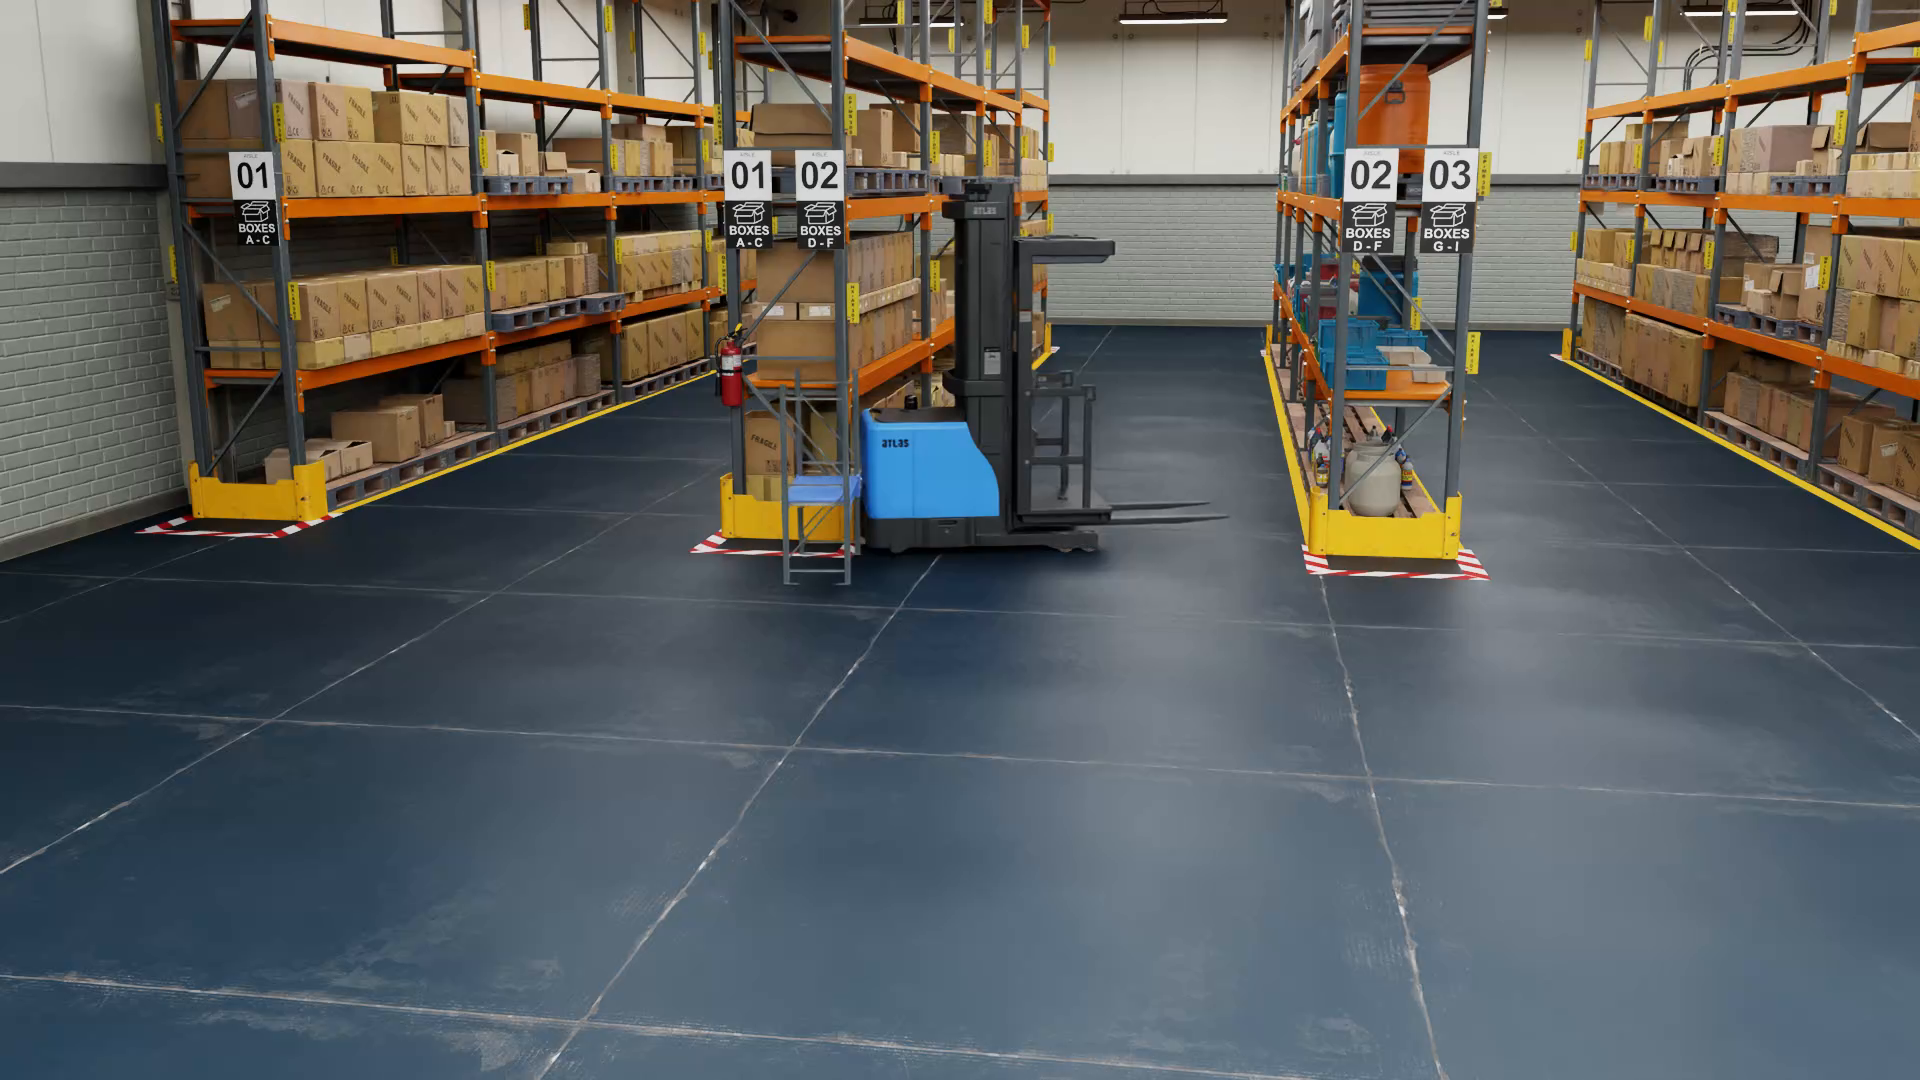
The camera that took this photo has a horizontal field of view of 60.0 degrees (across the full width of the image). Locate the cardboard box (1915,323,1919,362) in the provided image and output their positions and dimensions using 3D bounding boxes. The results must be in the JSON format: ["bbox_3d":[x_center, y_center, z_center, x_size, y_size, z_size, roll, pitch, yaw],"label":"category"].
[{"bbox_3d":[8.550,-1.706,13.847,0.875,0.500,0.500,2,12,9],"label":"cardboard box"}]

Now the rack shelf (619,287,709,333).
[{"bbox_3d":[-4.785,-3.399,24.353,1.077,0.370,4.000,2,12,9],"label":"rack shelf"}]

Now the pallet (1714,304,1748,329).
[{"bbox_3d":[9.586,-2.607,19.427,1.213,0.211,1.003,2,12,9],"label":"pallet"}]

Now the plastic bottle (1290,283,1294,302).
[{"bbox_3d":[4.626,-3.415,23.023,0.097,0.271,0.097,0,12,0],"label":"plastic bottle"}]

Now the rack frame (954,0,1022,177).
[{"bbox_3d":[0.418,-6.940,24.836,1.000,3.000,0.127,2,12,9],"label":"rack frame"}]

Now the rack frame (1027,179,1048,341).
[{"bbox_3d":[1.033,-4.840,29.332,1.000,3.000,0.127,2,12,9],"label":"rack frame"}]

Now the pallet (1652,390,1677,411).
[{"bbox_3d":[9.976,-1.905,22.330,1.003,0.211,1.213,2,12,9],"label":"pallet"}]

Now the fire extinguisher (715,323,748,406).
[{"bbox_3d":[-1.905,-1.462,13.841,0.296,0.674,0.183,2,12,9],"label":"fire extinguisher"}]

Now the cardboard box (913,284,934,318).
[{"bbox_3d":[-0.597,-2.660,18.978,0.500,0.500,0.500,3,12,13],"label":"cardboard box"}]

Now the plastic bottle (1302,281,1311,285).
[{"bbox_3d":[4.872,-3.504,23.426,0.152,0.276,0.135,2,12,9],"label":"plastic bottle"}]

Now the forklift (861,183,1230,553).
[{"bbox_3d":[0.705,-1.441,13.722,3.031,2.935,1.130,-1,12,-7],"label":"forklift"}]

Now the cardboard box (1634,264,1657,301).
[{"bbox_3d":[9.888,-3.647,23.558,0.500,0.500,0.500,2,12,9],"label":"cardboard box"}]

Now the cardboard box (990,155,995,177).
[{"bbox_3d":[-0.005,-4.996,22.699,0.910,0.500,0.500,2,12,9],"label":"cardboard box"}]

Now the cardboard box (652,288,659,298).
[{"bbox_3d":[-4.588,-3.602,24.136,0.380,0.149,0.250,2,12,9],"label":"cardboard box"}]

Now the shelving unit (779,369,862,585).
[{"bbox_3d":[-1.062,-0.509,12.793,0.538,1.500,1.048,0,12,1],"label":"shelving unit"}]

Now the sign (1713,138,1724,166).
[{"bbox_3d":[9.043,-4.630,19.824,0.100,0.325,0.005,2,12,9],"label":"sign"}]

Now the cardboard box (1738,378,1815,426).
[{"bbox_3d":[9.434,-1.590,19.141,0.700,0.500,0.500,1,12,4],"label":"cardboard box"}]

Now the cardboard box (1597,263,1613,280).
[{"bbox_3d":[10.251,-4.178,25.908,0.500,0.250,0.500,2,12,8],"label":"cardboard box"}]

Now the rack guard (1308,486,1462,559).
[{"bbox_3d":[3.431,-0.143,13.473,1.175,0.500,0.348,2,12,9],"label":"rack guard"}]

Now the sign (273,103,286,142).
[{"bbox_3d":[-5.787,-3.545,14.129,0.100,0.325,0.005,2,12,9],"label":"sign"}]

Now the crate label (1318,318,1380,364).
[{"bbox_3d":[3.482,-1.757,14.943,0.502,0.435,0.616,2,12,9],"label":"crate label"}]

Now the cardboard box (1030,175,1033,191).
[{"bbox_3d":[0.896,-5.702,26.566,0.500,0.250,0.500,2,12,9],"label":"cardboard box"}]

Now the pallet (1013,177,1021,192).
[{"bbox_3d":[0.248,-5.248,24.553,1.213,0.211,1.003,2,12,9],"label":"pallet"}]

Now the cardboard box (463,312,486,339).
[{"bbox_3d":[-5.481,-2.330,17.992,0.500,0.250,0.500,2,12,9],"label":"cardboard box"}]

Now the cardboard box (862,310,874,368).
[{"bbox_3d":[-1.185,-1.868,15.302,0.700,0.500,0.500,2,12,9],"label":"cardboard box"}]

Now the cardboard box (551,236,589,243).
[{"bbox_3d":[-5.279,-4.008,22.700,0.500,0.250,0.500,2,12,10],"label":"cardboard box"}]

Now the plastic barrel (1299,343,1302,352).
[{"bbox_3d":[5.102,-2.766,23.690,0.600,0.901,0.708,2,12,9],"label":"plastic barrel"}]

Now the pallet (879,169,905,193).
[{"bbox_3d":[-1.108,-3.333,15.431,1.003,0.211,1.213,2,12,9],"label":"pallet"}]

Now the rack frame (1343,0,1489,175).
[{"bbox_3d":[3.466,-4.281,12.497,1.000,3.000,0.127,2,12,9],"label":"rack frame"}]

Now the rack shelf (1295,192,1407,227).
[{"bbox_3d":[4.389,-3.712,18.684,1.077,0.370,4.000,2,12,9],"label":"rack shelf"}]

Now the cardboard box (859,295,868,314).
[{"bbox_3d":[-1.036,-2.109,14.884,0.380,0.149,0.250,2,12,8],"label":"cardboard box"}]

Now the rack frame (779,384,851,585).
[{"bbox_3d":[-1.068,-0.401,12.296,0.500,1.500,0.032,0,12,1],"label":"rack frame"}]

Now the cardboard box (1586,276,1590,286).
[{"bbox_3d":[10.324,-4.171,26.825,0.380,0.149,0.250,2,12,8],"label":"cardboard box"}]

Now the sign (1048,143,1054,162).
[{"bbox_3d":[1.578,-6.717,28.820,0.100,0.325,0.005,2,12,9],"label":"sign"}]

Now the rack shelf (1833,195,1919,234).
[{"bbox_3d":[8.668,-2.719,14.076,1.077,0.370,4.000,2,12,9],"label":"rack shelf"}]

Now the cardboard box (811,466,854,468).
[{"bbox_3d":[-1.052,-0.579,15.091,0.500,0.250,0.500,2,12,9],"label":"cardboard box"}]

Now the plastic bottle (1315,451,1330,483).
[{"bbox_3d":[3.381,-0.680,15.449,0.152,0.276,0.135,2,12,9],"label":"plastic bottle"}]

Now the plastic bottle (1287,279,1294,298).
[{"bbox_3d":[4.808,-3.625,23.990,0.152,0.276,0.135,2,12,9],"label":"plastic bottle"}]

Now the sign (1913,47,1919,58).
[{"bbox_3d":[15.170,-7.782,26.338,0.100,0.325,0.005,2,12,9],"label":"sign"}]

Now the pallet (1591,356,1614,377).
[{"bbox_3d":[10.585,-2.733,26.174,1.003,0.211,1.213,2,12,9],"label":"pallet"}]

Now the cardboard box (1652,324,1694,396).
[{"bbox_3d":[9.862,-2.348,21.814,1.225,0.875,0.875,2,12,9],"label":"cardboard box"}]

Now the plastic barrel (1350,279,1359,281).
[{"bbox_3d":[4.749,-2.847,19.819,0.421,0.512,0.421,0,12,0],"label":"plastic barrel"}]

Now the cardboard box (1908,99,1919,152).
[{"bbox_3d":[9.158,-3.823,15.364,0.500,0.500,0.500,2,12,7],"label":"cardboard box"}]

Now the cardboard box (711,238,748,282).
[{"bbox_3d":[-4.158,-4.730,28.108,0.980,0.700,0.700,1,12,6],"label":"cardboard box"}]

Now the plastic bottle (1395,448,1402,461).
[{"bbox_3d":[4.152,-0.731,15.698,0.097,0.271,0.097,0,12,0],"label":"plastic bottle"}]

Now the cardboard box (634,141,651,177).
[{"bbox_3d":[-4.884,-5.498,23.981,0.700,0.500,0.500,2,12,9],"label":"cardboard box"}]

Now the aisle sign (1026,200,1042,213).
[{"bbox_3d":[1.346,-6.115,29.078,0.394,0.787,0.004,2,12,9],"label":"aisle sign"}]

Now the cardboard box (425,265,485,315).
[{"bbox_3d":[-5.475,-2.696,17.913,0.500,0.500,0.500,2,12,9],"label":"cardboard box"}]

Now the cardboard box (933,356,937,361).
[{"bbox_3d":[-0.568,-2.210,21.329,0.500,0.311,0.500,2,12,11],"label":"cardboard box"}]

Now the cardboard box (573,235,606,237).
[{"bbox_3d":[-5.196,-4.116,23.199,0.500,0.250,0.500,1,12,7],"label":"cardboard box"}]

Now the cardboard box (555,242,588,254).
[{"bbox_3d":[-5.116,-3.843,21.883,0.380,0.149,0.250,0,12,1],"label":"cardboard box"}]

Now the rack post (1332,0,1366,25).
[{"bbox_3d":[3.733,-4.648,14.381,0.937,0.300,0.954,2,12,8],"label":"rack post"}]

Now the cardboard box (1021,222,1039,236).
[{"bbox_3d":[1.005,-4.956,27.259,0.500,0.500,0.500,2,12,10],"label":"cardboard box"}]

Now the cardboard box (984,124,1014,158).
[{"bbox_3d":[0.455,-6.114,25.512,0.700,0.500,0.500,2,12,9],"label":"cardboard box"}]

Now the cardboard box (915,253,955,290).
[{"bbox_3d":[-0.212,-3.564,22.175,0.700,0.500,0.500,-2,12,-10],"label":"cardboard box"}]

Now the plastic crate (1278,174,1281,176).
[{"bbox_3d":[5.592,-6.010,27.951,0.497,0.269,0.590,2,12,9],"label":"plastic crate"}]

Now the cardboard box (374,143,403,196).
[{"bbox_3d":[-5.770,-3.587,16.111,0.500,0.500,0.500,3,12,12],"label":"cardboard box"}]

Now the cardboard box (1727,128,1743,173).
[{"bbox_3d":[9.264,-4.523,19.317,0.500,0.500,0.500,2,12,9],"label":"cardboard box"}]
